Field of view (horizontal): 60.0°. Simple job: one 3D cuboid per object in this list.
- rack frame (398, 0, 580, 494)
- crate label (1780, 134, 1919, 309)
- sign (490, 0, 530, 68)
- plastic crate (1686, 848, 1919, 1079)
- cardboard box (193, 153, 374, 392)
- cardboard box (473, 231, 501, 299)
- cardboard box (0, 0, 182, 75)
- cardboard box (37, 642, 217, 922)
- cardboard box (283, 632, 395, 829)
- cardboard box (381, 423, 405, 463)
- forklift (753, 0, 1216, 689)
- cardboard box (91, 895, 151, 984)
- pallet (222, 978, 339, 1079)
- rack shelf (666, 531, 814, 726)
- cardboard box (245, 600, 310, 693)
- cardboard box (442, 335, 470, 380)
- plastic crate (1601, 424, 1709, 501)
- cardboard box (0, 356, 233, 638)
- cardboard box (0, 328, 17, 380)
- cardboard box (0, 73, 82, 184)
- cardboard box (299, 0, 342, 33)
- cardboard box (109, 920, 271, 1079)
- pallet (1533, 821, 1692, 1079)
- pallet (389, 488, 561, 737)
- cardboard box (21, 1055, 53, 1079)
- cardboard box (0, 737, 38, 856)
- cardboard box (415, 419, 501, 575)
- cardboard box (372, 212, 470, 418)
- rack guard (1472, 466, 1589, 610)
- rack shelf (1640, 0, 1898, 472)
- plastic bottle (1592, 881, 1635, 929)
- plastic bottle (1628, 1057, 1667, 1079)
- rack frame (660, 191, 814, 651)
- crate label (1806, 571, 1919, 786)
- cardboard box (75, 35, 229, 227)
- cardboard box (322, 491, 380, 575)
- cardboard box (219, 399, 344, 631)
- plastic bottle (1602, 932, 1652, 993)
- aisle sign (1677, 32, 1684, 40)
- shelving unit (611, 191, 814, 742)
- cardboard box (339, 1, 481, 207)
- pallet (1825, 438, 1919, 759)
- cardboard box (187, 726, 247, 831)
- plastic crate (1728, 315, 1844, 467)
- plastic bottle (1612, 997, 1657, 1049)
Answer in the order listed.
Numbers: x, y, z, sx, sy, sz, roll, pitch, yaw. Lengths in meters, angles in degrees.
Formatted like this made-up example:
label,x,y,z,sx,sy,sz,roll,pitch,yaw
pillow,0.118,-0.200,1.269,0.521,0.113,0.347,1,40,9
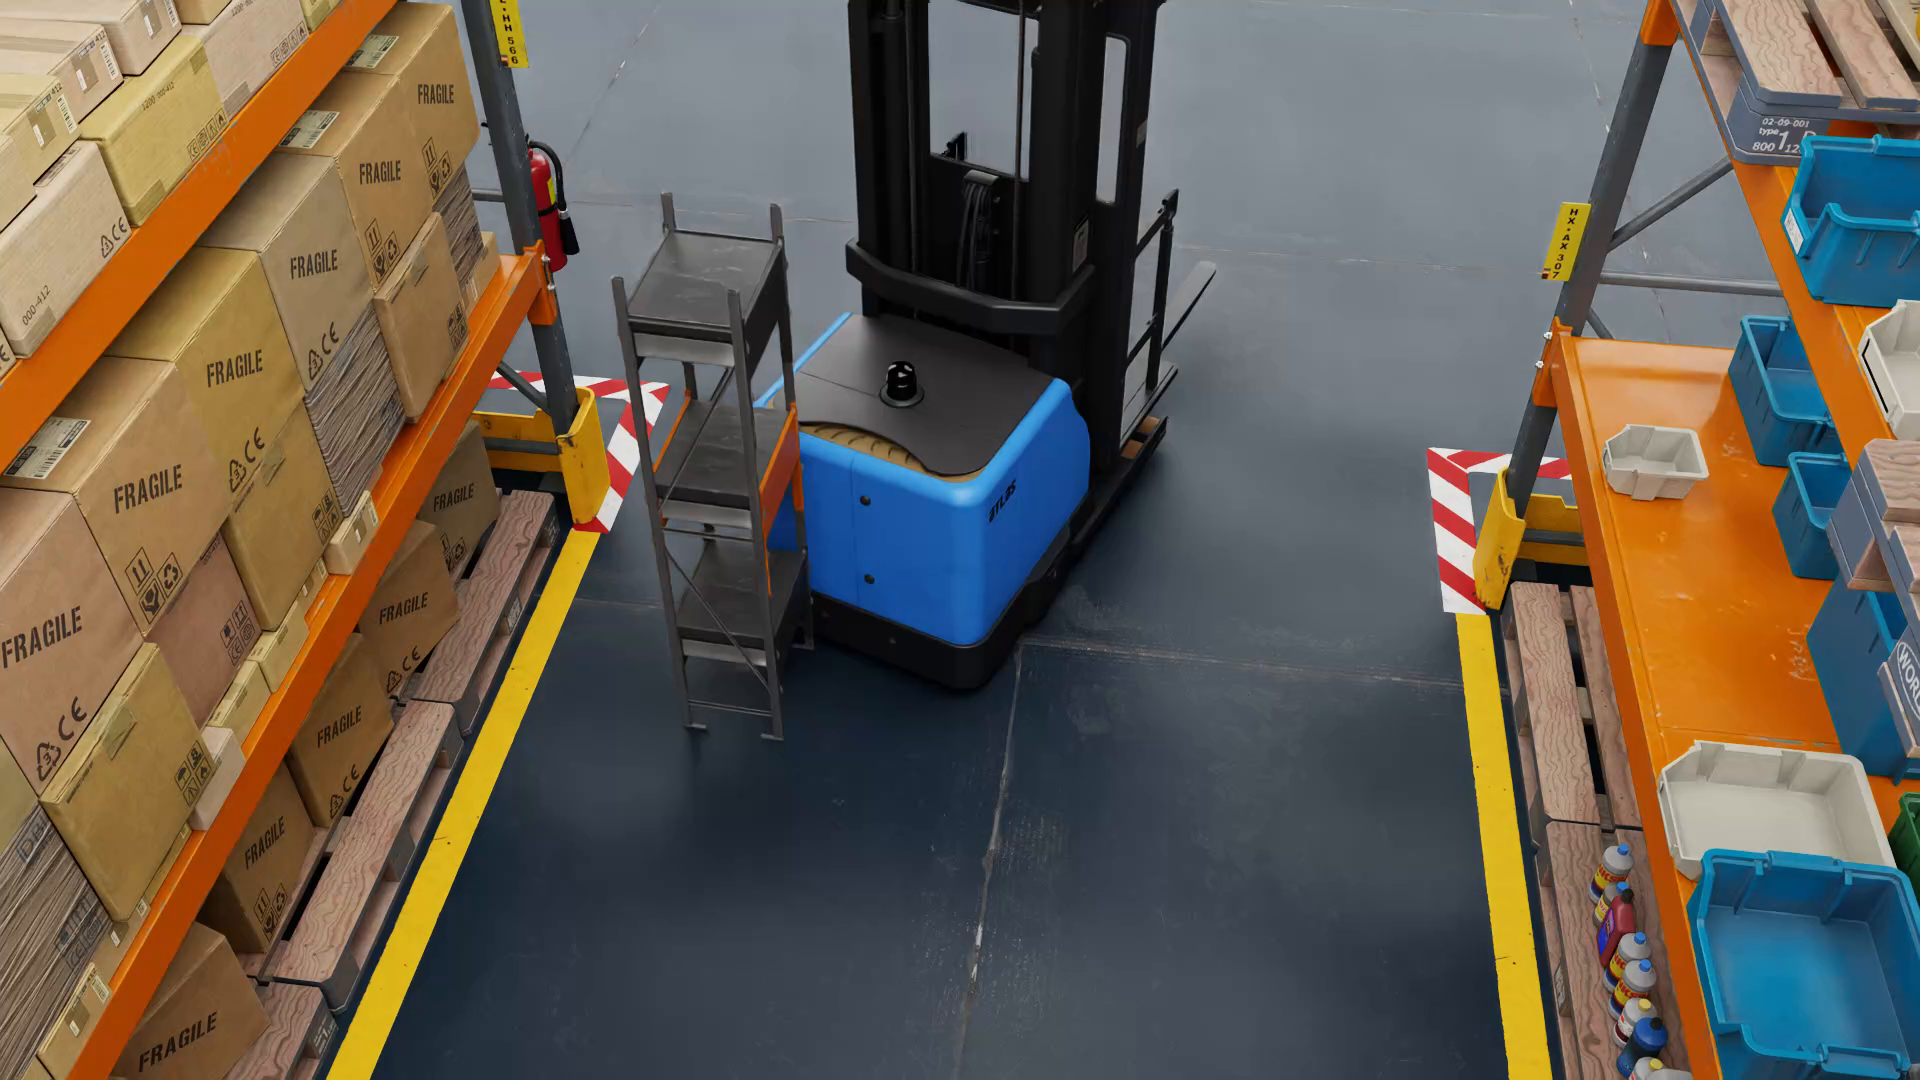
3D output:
label,x,y,z,sx,sy,sz,roll,pitch,yaw
rack frame,-2.169,-1.376,6.543,1.000,3.000,0.127,5,44,6
crate label,2.165,-0.715,3.772,0.502,0.251,0.408,5,44,6
sign,-1.622,-1.847,5.969,0.100,0.325,0.005,5,44,6
plastic crate,2.089,1.076,4.063,0.499,0.251,0.616,5,44,6
cardboard box,-2.126,-0.804,4.923,0.500,0.500,0.500,5,44,6
cardboard box,-2.002,-1.072,6.405,0.380,0.149,0.250,5,44,6
cardboard box,-2.158,-1.269,4.068,0.380,0.149,0.250,3,44,3
cardboard box,-2.476,0.567,4.202,0.875,0.500,0.500,5,44,6
cardboard box,-2.415,0.639,5.928,0.500,0.500,0.500,9,44,9
cardboard box,-2.141,-0.391,5.686,0.380,0.149,0.250,5,44,6
forklift,0.300,-1.487,6.711,1.130,2.935,3.031,20,47,20
cardboard box,-2.320,0.980,4.238,0.380,0.149,0.250,5,44,6
pallet,-2.644,1.902,5.110,1.003,0.211,1.213,5,44,6
rack shelf,-0.835,0.342,6.419,0.431,0.518,0.480,8,44,7
cardboard box,-2.186,0.299,4.958,0.380,0.149,0.250,5,44,6
cardboard box,-2.018,-0.726,6.040,0.380,0.149,0.250,5,44,6
plastic crate,2.303,-0.249,5.545,0.298,0.136,0.250,5,44,6
cardboard box,-2.255,-0.122,4.203,0.500,0.500,0.500,5,44,6
cardboard box,-2.320,-0.329,3.365,0.500,0.250,0.500,5,44,5
cardboard box,-2.215,-0.915,3.694,0.380,0.149,0.250,4,44,5
cardboard box,-2.044,-1.718,4.833,0.500,0.250,0.500,5,44,6
cardboard box,-2.537,1.446,5.077,0.500,0.500,0.500,19,46,19
pallet,2.500,1.525,5.508,1.003,0.211,1.213,5,44,6
pallet,-2.322,0.239,6.866,1.003,0.211,1.213,5,44,6
cardboard box,-2.372,1.322,3.877,0.380,0.149,0.250,5,44,6
cardboard box,-2.387,0.559,3.483,0.500,0.500,0.500,5,44,6
cardboard box,-2.268,-0.197,6.811,0.500,0.500,0.500,13,45,13
cardboard box,-2.216,-0.796,5.642,0.875,0.500,0.500,5,44,6
rack guard,2.777,0.038,6.868,1.175,0.500,0.348,5,44,6
rack shelf,2.476,-0.390,3.844,1.077,0.370,4.000,5,44,6
plastic bottle,2.178,1.209,5.529,0.097,0.201,0.097,0,43,0
plastic bottle,2.093,1.648,5.066,0.097,0.201,0.097,0,43,0
rack frame,-0.784,-0.341,6.102,0.400,2.100,0.015,8,44,7
crate label,2.765,0.341,4.705,0.502,0.435,0.616,5,44,6
cardboard box,-2.182,-1.027,4.102,0.500,0.250,0.500,5,44,5
cardboard box,-2.097,-0.040,5.315,0.380,0.149,0.250,5,44,6
cardboard box,-2.403,-0.120,4.928,0.875,0.500,0.500,5,44,6
plastic bottle,2.146,1.346,5.333,0.097,0.271,0.097,0,43,0
aisle sign,2.459,-1.945,5.254,0.394,0.787,0.004,5,44,6
shelving unit,-0.828,-0.176,5.928,0.431,2.100,0.503,8,44,7
cardboard box,-1.997,-1.486,5.643,0.500,0.500,0.500,5,44,6
pallet,2.210,0.279,2.751,1.213,0.211,1.003,5,44,6
cardboard box,-2.223,0.642,4.595,0.380,0.149,0.250,5,44,6
plastic crate,2.971,-0.503,5.730,0.499,0.251,0.616,5,44,6
plastic bottle,2.120,1.507,5.214,0.097,0.201,0.097,0,43,0
